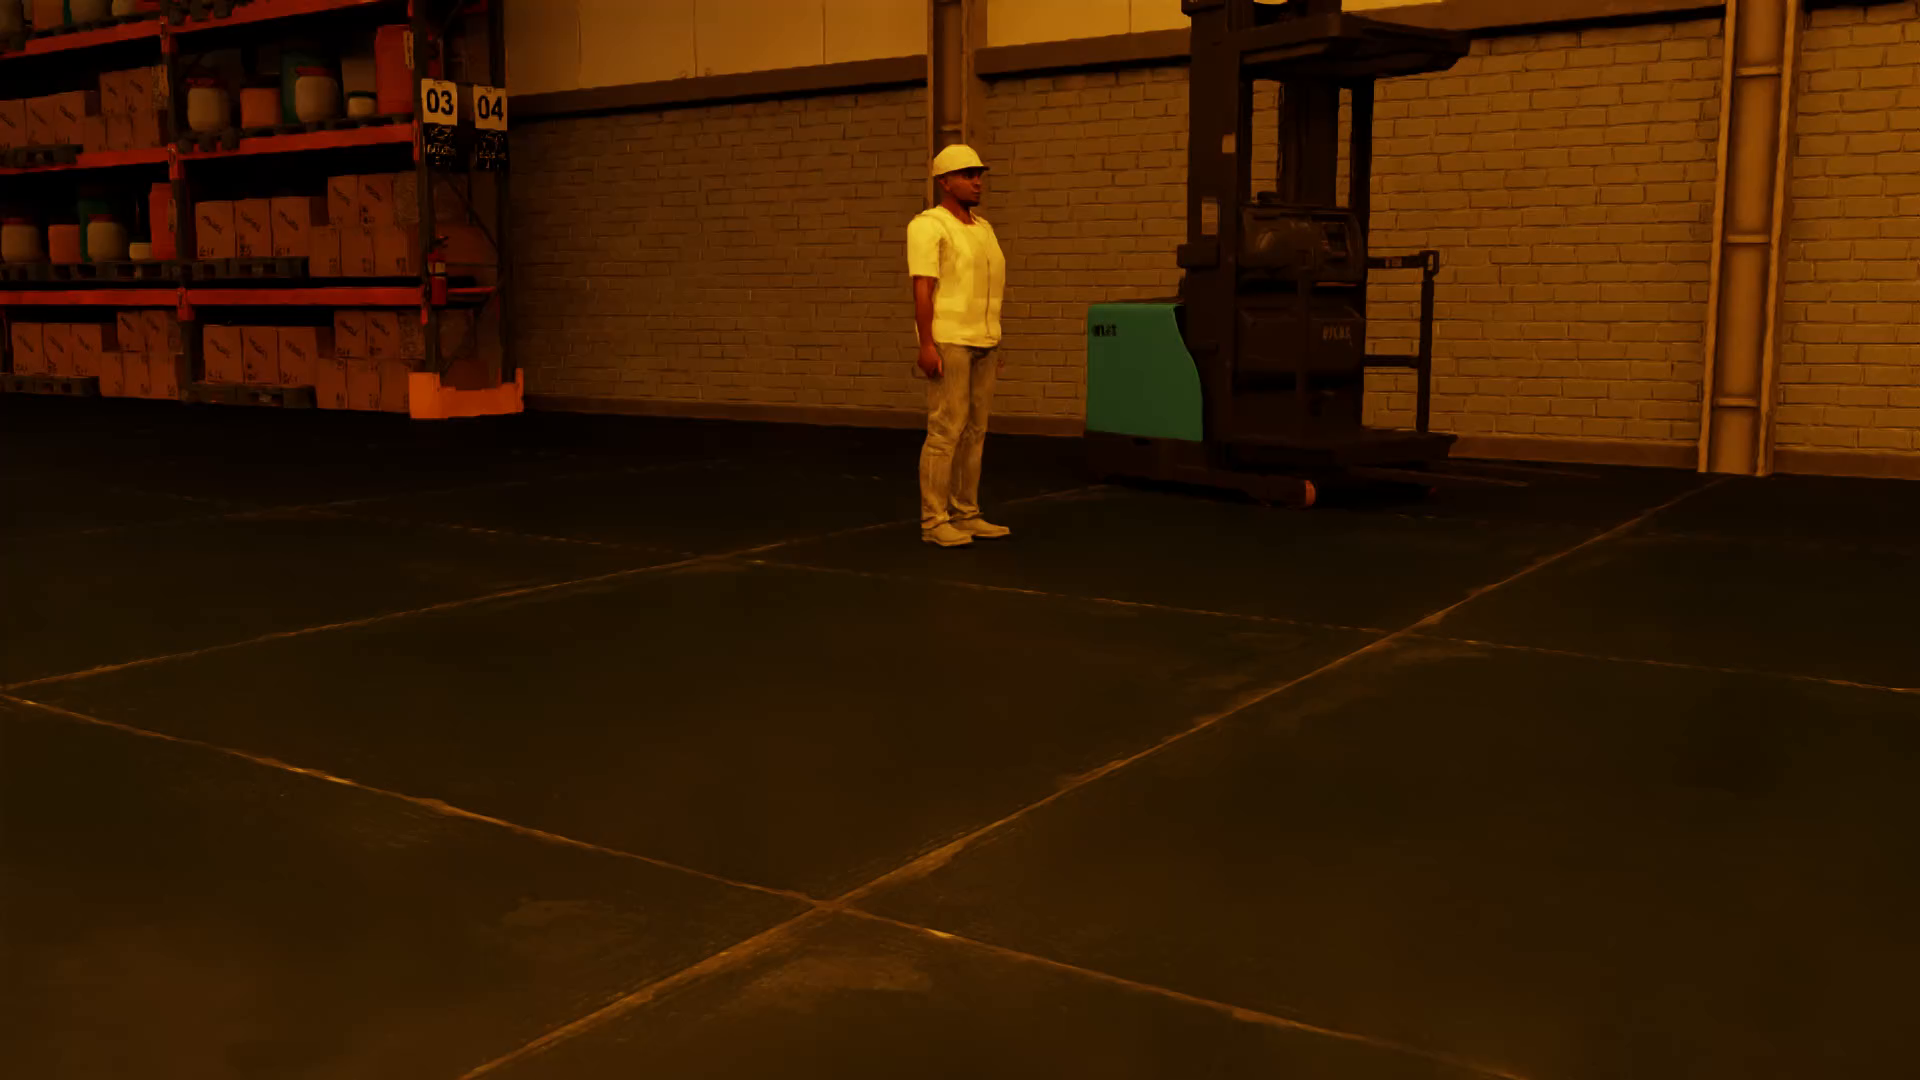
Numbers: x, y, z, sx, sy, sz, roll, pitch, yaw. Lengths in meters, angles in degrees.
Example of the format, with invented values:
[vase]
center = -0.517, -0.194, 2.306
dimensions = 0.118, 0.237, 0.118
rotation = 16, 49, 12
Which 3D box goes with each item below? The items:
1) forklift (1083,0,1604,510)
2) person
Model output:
[forklift]
center = 2.023, -1.686, 9.048
dimensions = 1.130, 2.935, 3.031
rotation = -6, 10, -36
[person]
center = 0.011, -0.874, 7.473
dimensions = 0.367, 1.771, 0.559
rotation = 5, 10, 34
